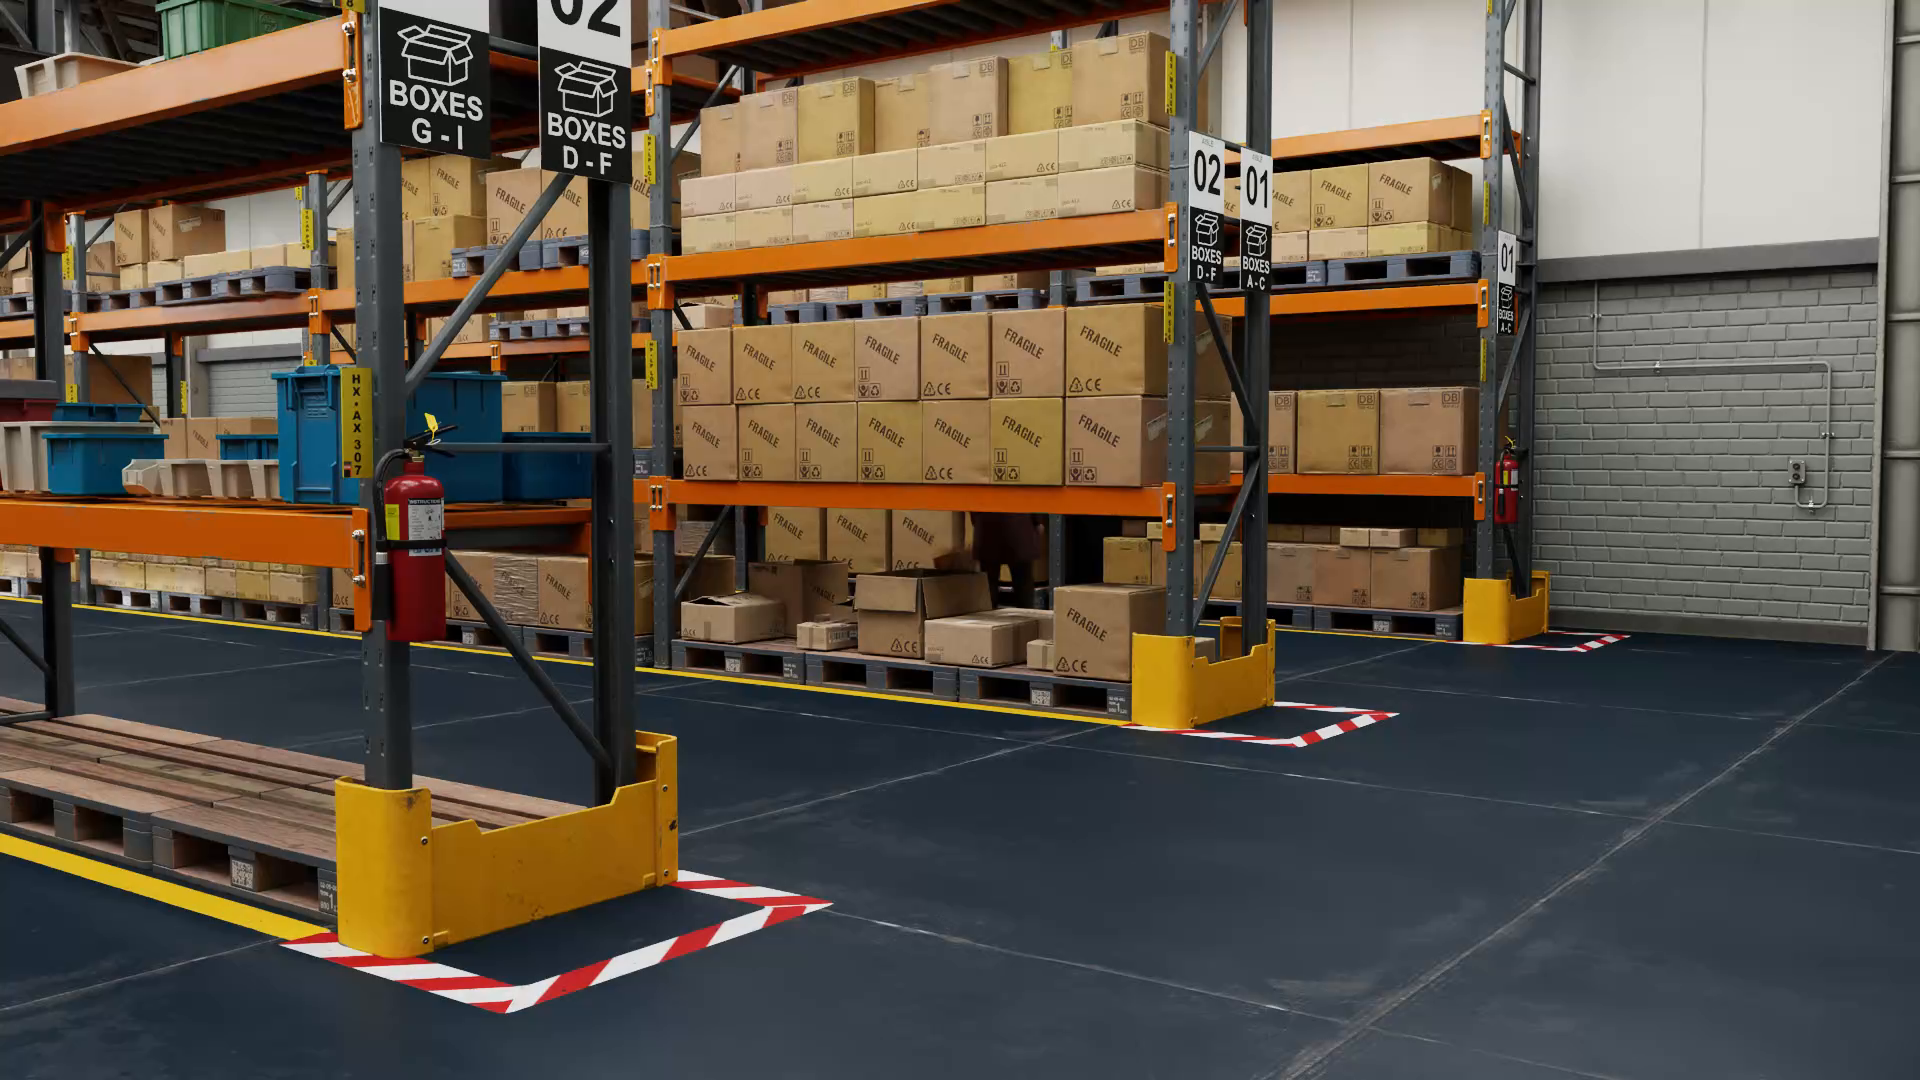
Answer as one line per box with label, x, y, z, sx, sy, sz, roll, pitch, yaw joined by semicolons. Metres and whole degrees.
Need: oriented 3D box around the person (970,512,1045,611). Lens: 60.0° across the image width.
person;0.341;-0.066;12.237;0.582;1.782;0.568;1;3;26
